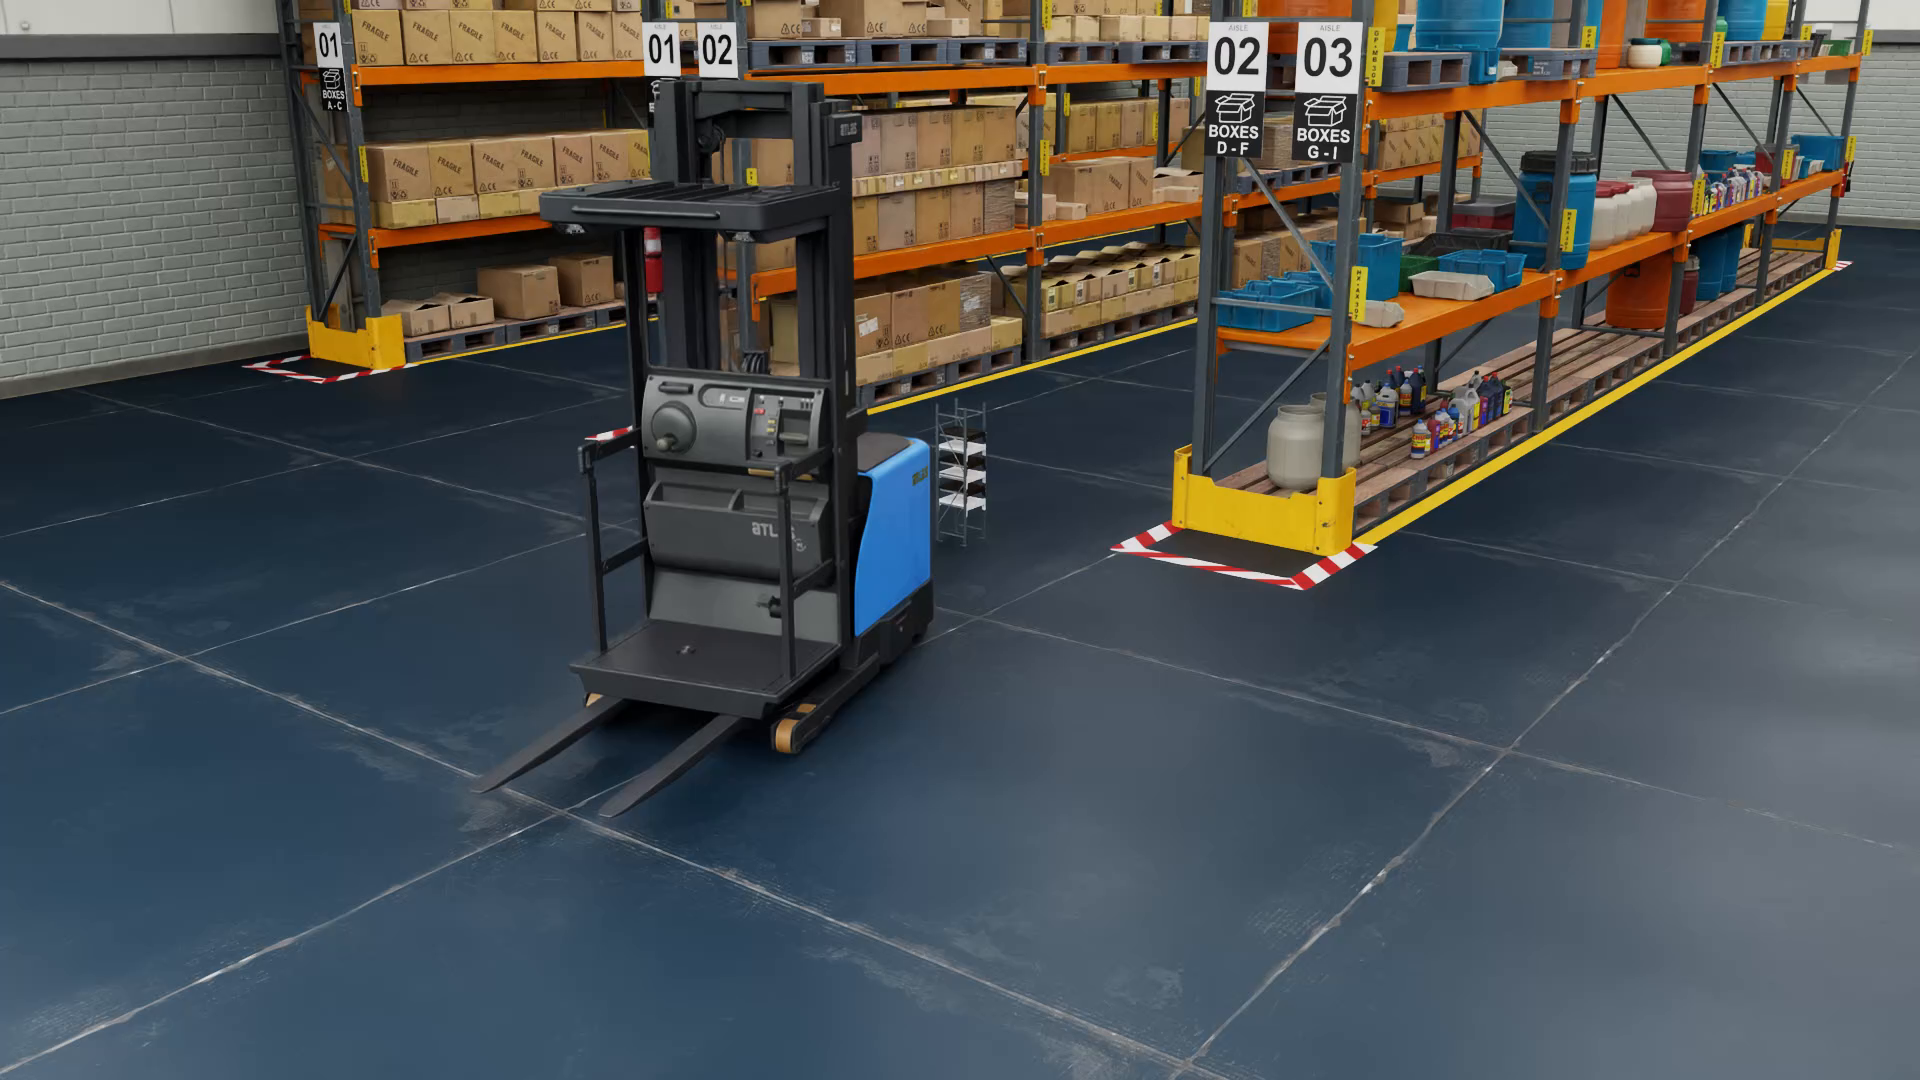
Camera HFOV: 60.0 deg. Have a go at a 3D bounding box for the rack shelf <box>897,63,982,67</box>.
[{"bbox_3d":[-0.050,-6.663,23.297,1.077,0.370,4.000,12,21,35],"label":"rack shelf"}]

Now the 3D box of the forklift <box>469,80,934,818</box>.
[{"bbox_3d":[-1.141,-0.557,7.597,1.130,2.935,3.031,6,18,20],"label":"forklift"}]

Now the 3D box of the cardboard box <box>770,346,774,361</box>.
[{"bbox_3d":[-1.657,-1.506,14.465,0.500,0.250,0.500,12,21,35],"label":"cardboard box"}]

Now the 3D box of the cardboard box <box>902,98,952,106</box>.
[{"bbox_3d":[-0.445,-5.846,22.543,0.500,0.250,0.500,12,21,34],"label":"cardboard box"}]

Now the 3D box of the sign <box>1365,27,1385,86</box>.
[{"bbox_3d":[2.387,-2.780,9.566,0.100,0.325,0.005,12,21,35],"label":"sign"}]

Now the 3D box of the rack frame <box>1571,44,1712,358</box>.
[{"bbox_3d":[6.715,-3.347,16.464,1.000,3.000,0.127,12,21,35],"label":"rack frame"}]

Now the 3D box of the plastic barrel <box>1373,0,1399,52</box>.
[{"bbox_3d":[2.525,-3.459,10.740,0.600,0.588,0.600,0,17,0],"label":"plastic barrel"}]

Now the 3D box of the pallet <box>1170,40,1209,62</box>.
[{"bbox_3d":[2.406,-5.388,18.297,1.213,0.211,1.003,14,22,37],"label":"pallet"}]

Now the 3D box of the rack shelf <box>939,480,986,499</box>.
[{"bbox_3d":[0.005,-0.314,10.653,0.258,0.077,0.200,12,21,35],"label":"rack shelf"}]

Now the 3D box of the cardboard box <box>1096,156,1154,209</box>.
[{"bbox_3d":[1.752,-3.869,17.975,0.500,0.500,0.500,11,20,32],"label":"cardboard box"}]

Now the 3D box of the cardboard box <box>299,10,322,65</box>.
[{"bbox_3d":[-5.963,-4.826,15.967,0.500,0.500,0.500,14,22,39],"label":"cardboard box"}]

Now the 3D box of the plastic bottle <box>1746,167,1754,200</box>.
[{"bbox_3d":[8.813,-4.000,18.648,0.144,0.351,0.185,12,21,35],"label":"plastic bottle"}]

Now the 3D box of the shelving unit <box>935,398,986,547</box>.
[{"bbox_3d":[0.005,-0.432,10.617,0.258,0.900,0.210,12,21,35],"label":"shelving unit"}]

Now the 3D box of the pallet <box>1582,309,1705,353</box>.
[{"bbox_3d":[7.151,-2.211,17.506,1.003,0.211,1.213,12,21,35],"label":"pallet"}]

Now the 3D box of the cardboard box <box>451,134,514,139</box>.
[{"bbox_3d":[-4.986,-4.000,17.522,0.500,0.500,0.500,13,21,35],"label":"cardboard box"}]

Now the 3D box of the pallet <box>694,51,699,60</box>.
[{"bbox_3d":[-3.172,-5.616,19.030,1.213,0.211,1.003,12,21,35],"label":"pallet"}]

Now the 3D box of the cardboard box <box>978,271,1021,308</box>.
[{"bbox_3d":[0.366,-2.573,16.954,0.500,0.311,0.500,12,21,35],"label":"cardboard box"}]

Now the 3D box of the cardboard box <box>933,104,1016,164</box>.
[{"bbox_3d":[0.096,-3.831,15.667,0.700,0.500,0.500,13,21,35],"label":"cardboard box"}]

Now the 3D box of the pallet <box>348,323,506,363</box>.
[{"bbox_3d":[-5.451,-2.066,17.041,1.003,0.211,1.213,12,21,35],"label":"pallet"}]

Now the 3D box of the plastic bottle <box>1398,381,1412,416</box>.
[{"bbox_3d":[3.528,-1.127,13.173,0.097,0.271,0.097,0,17,0],"label":"plastic bottle"}]

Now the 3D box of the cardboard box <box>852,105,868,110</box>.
[{"bbox_3d":[-1.423,-5.578,21.644,0.380,0.149,0.250,9,20,28],"label":"cardboard box"}]

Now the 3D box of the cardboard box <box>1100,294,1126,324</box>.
[{"bbox_3d":[1.407,-2.456,17.522,0.500,0.250,0.500,12,21,33],"label":"cardboard box"}]

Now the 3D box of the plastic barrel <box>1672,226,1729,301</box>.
[{"bbox_3d":[8.338,-3.203,18.830,0.600,0.901,0.708,12,21,35],"label":"plastic barrel"}]

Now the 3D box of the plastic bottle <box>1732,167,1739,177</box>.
[{"bbox_3d":[8.697,-4.025,18.730,0.144,0.351,0.185,12,21,35],"label":"plastic bottle"}]

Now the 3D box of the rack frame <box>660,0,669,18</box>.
[{"bbox_3d":[-3.625,-7.010,18.144,1.000,3.000,0.127,12,21,35],"label":"rack frame"}]

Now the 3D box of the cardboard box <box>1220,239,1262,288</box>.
[{"bbox_3d":[3.239,-3.298,19.778,0.500,0.500,0.500,14,22,37],"label":"cardboard box"}]

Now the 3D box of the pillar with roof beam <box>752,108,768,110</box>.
[{"bbox_3d":[0.746,-7.045,18.257,9.100,9.000,0.400,12,21,35],"label":"pillar with roof beam"}]

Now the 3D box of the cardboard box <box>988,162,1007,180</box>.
[{"bbox_3d":[0.217,-3.467,15.588,0.380,0.149,0.250,12,21,34],"label":"cardboard box"}]

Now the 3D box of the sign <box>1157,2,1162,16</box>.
[{"bbox_3d":[2.304,-5.999,19.075,0.100,0.325,0.005,12,21,35],"label":"sign"}]

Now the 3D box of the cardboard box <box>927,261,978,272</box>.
[{"bbox_3d":[-0.172,-2.461,16.275,0.500,0.500,0.500,12,21,35],"label":"cardboard box"}]

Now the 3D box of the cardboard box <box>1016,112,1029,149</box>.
[{"bbox_3d":[0.773,-5.972,24.213,0.500,0.500,0.500,13,21,35],"label":"cardboard box"}]

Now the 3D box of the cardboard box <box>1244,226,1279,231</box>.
[{"bbox_3d":[3.724,-3.753,21.245,0.500,0.500,0.500,11,21,33],"label":"cardboard box"}]

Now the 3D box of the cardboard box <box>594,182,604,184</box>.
[{"bbox_3d":[-3.967,-3.799,18.140,0.500,0.250,0.500,13,21,35],"label":"cardboard box"}]

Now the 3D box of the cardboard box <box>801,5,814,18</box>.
[{"bbox_3d":[-1.554,-4.267,13.677,0.500,0.250,0.500,12,21,35],"label":"cardboard box"}]

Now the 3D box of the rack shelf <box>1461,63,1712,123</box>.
[{"bbox_3d":[5.523,-3.960,14.592,1.077,0.370,4.000,12,21,35],"label":"rack shelf"}]

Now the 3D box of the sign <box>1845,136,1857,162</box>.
[{"bbox_3d":[11.933,-5.237,22.275,0.100,0.325,0.005,12,21,35],"label":"sign"}]

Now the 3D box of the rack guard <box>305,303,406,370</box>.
[{"bbox_3d":[-5.963,-2.017,16.395,1.175,0.500,0.348,12,21,35],"label":"rack guard"}]

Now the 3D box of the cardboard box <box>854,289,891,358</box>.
[{"bbox_3d":[-0.946,-1.893,14.444,0.500,0.500,0.500,12,21,35],"label":"cardboard box"}]

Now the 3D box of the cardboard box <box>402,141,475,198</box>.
[{"bbox_3d":[-5.180,-3.665,16.442,0.500,0.500,0.500,12,21,35],"label":"cardboard box"}]

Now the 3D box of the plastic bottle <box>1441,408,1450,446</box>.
[{"bbox_3d":[3.542,-0.831,12.221,0.097,0.271,0.097,0,17,0],"label":"plastic bottle"}]

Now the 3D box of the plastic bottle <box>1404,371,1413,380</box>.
[{"bbox_3d":[3.619,-1.223,13.477,0.152,0.276,0.135,13,22,37],"label":"plastic bottle"}]

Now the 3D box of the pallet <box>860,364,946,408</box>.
[{"bbox_3d":[-0.878,-1.465,15.105,1.003,0.211,1.213,12,21,35],"label":"pallet"}]

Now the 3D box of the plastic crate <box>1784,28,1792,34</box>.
[{"bbox_3d":[10.350,-6.340,21.149,0.504,0.338,0.767,12,21,35],"label":"plastic crate"}]

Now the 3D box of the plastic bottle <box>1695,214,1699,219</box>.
[{"bbox_3d":[7.465,-3.408,16.856,0.061,0.283,0.133,12,21,35],"label":"plastic bottle"}]

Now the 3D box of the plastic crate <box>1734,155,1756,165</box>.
[{"bbox_3d":[10.106,-4.816,21.374,0.416,0.233,0.300,12,21,35],"label":"plastic crate"}]

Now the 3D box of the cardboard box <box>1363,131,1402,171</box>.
[{"bbox_3d":[5.645,-5.297,22.575,0.500,0.500,0.500,13,22,36],"label":"cardboard box"}]

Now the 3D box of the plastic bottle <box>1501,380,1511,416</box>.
[{"bbox_3d":[4.310,-1.134,13.177,0.061,0.283,0.133,14,22,37],"label":"plastic bottle"}]

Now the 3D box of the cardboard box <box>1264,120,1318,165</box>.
[{"bbox_3d":[4.119,-4.993,20.886,0.700,0.500,0.500,7,19,21],"label":"cardboard box"}]

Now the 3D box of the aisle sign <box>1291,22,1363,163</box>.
[{"bbox_3d":[2.140,-2.614,9.721,0.394,0.787,0.004,12,21,35],"label":"aisle sign"}]

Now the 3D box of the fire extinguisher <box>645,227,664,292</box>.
[{"bbox_3d":[-2.471,-2.335,13.335,0.296,0.674,0.183,12,21,35],"label":"fire extinguisher"}]

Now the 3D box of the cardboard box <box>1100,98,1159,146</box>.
[{"bbox_3d":[2.804,-6.848,27.232,0.980,0.700,0.700,12,21,34],"label":"cardboard box"}]

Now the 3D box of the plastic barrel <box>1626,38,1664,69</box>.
[{"bbox_3d":[6.144,-4.369,14.932,0.301,0.262,0.301,0,17,0],"label":"plastic barrel"}]

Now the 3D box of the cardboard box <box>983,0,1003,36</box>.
[{"bbox_3d":[0.249,-7.407,23.568,0.700,0.500,0.500,12,21,34],"label":"cardboard box"}]

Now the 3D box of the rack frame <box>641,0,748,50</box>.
[{"bbox_3d":[-2.028,-5.183,12.260,1.000,3.000,0.127,12,21,35],"label":"rack frame"}]

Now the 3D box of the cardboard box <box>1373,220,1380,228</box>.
[{"bbox_3d":[5.681,-4.466,23.861,0.500,0.311,0.500,12,21,35],"label":"cardboard box"}]

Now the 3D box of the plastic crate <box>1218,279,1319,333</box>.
[{"bbox_3d":[2.006,-1.543,10.905,0.499,0.251,0.616,12,21,35],"label":"plastic crate"}]

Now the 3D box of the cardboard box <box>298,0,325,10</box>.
[{"bbox_3d":[-5.962,-5.309,15.834,0.500,0.500,0.500,14,22,37],"label":"cardboard box"}]

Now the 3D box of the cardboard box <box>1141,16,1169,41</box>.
[{"bbox_3d":[1.866,-5.404,17.576,0.500,0.250,0.500,12,21,34],"label":"cardboard box"}]

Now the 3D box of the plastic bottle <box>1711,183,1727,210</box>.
[{"bbox_3d":[8.058,-3.664,17.694,0.152,0.276,0.135,12,21,35],"label":"plastic bottle"}]
